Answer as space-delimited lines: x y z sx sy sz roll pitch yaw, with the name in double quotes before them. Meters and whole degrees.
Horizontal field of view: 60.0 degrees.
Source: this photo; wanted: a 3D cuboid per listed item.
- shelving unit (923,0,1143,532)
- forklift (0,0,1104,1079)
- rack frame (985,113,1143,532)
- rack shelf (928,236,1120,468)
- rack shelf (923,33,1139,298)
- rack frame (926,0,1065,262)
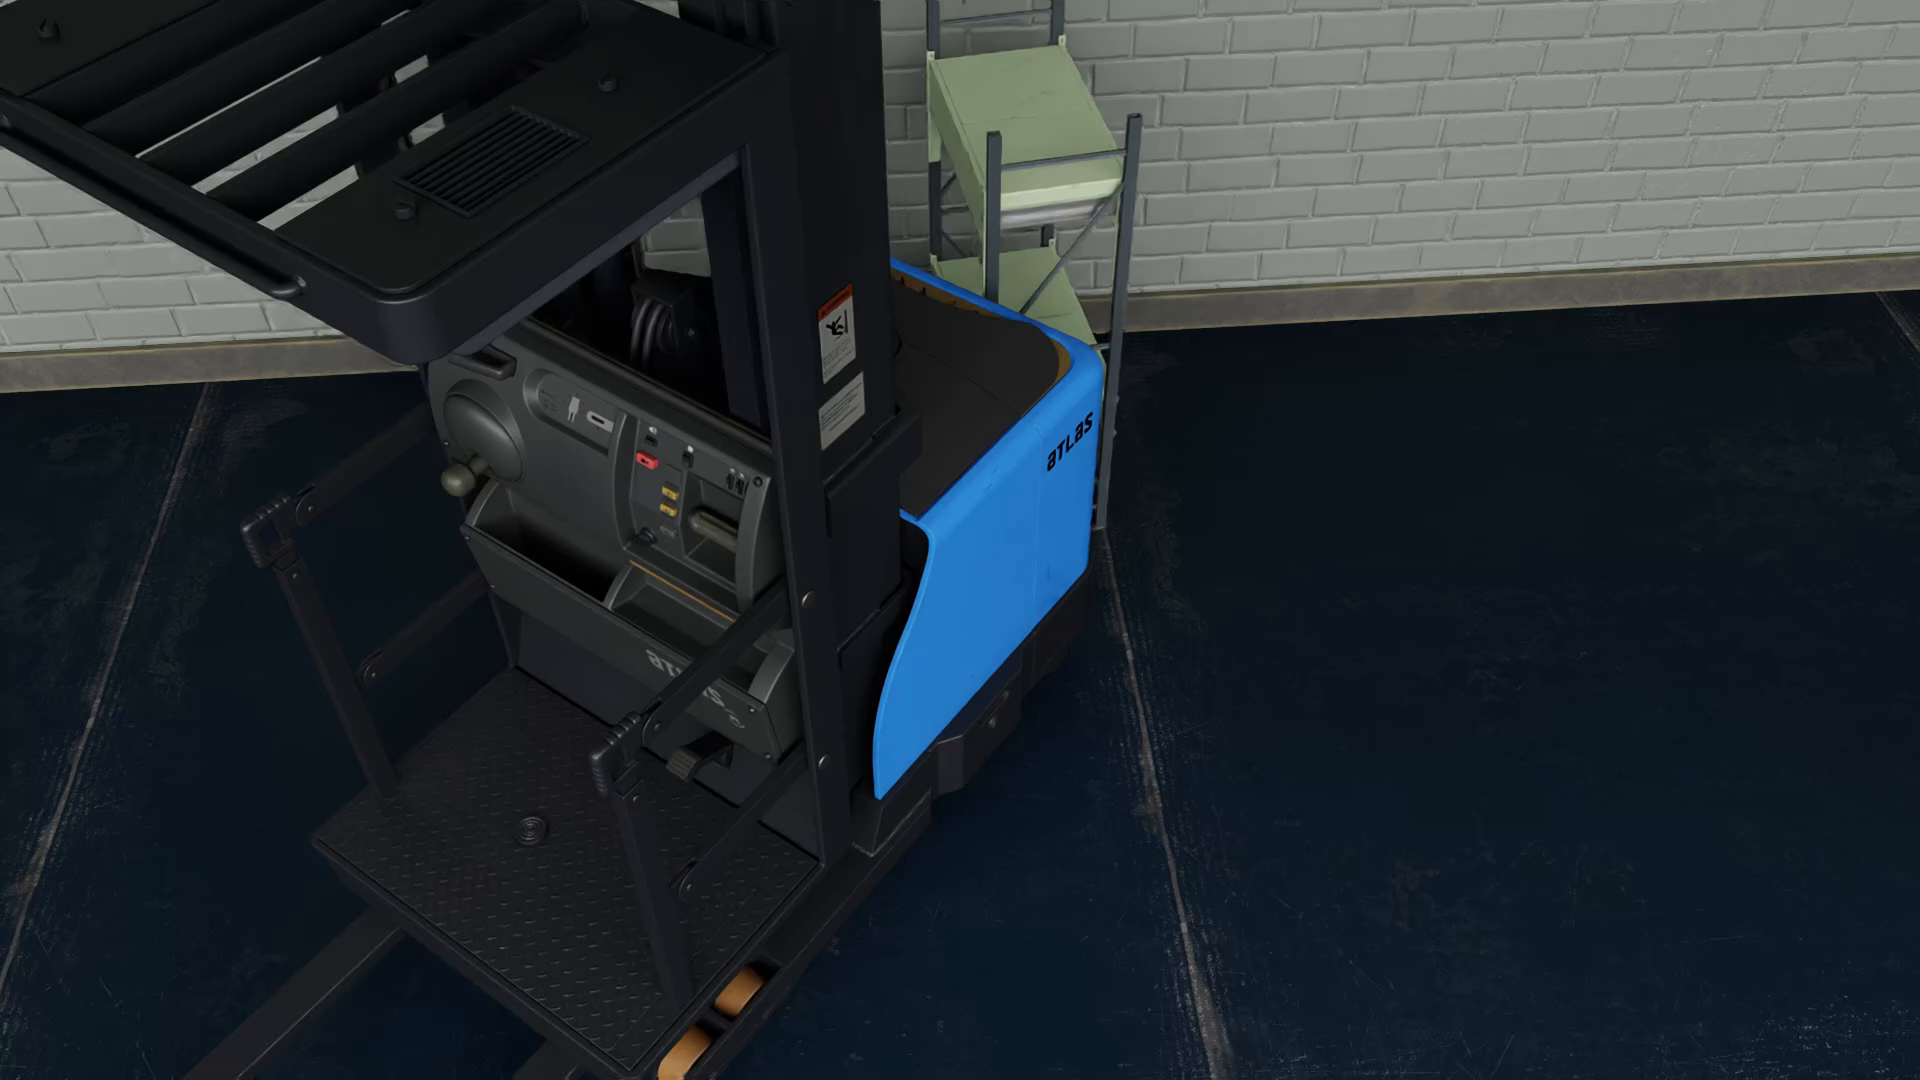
"shelving unit" 0.183 -0.785 4.960 0.431 1.500 0.755 -9 47 -9
"forklift" -0.882 -0.084 3.311 1.130 2.935 3.031 27 52 24
"rack frame" 0.264 -0.526 4.715 0.400 1.500 0.023 -9 47 -9
"rack shelf" 0.183 -0.561 5.197 0.431 0.370 0.720 -9 47 -9
"rack shelf" 0.183 -1.053 4.677 0.431 0.370 0.720 -9 47 -9
"rack frame" 0.102 -1.044 5.206 0.400 1.500 0.023 -9 47 -9
